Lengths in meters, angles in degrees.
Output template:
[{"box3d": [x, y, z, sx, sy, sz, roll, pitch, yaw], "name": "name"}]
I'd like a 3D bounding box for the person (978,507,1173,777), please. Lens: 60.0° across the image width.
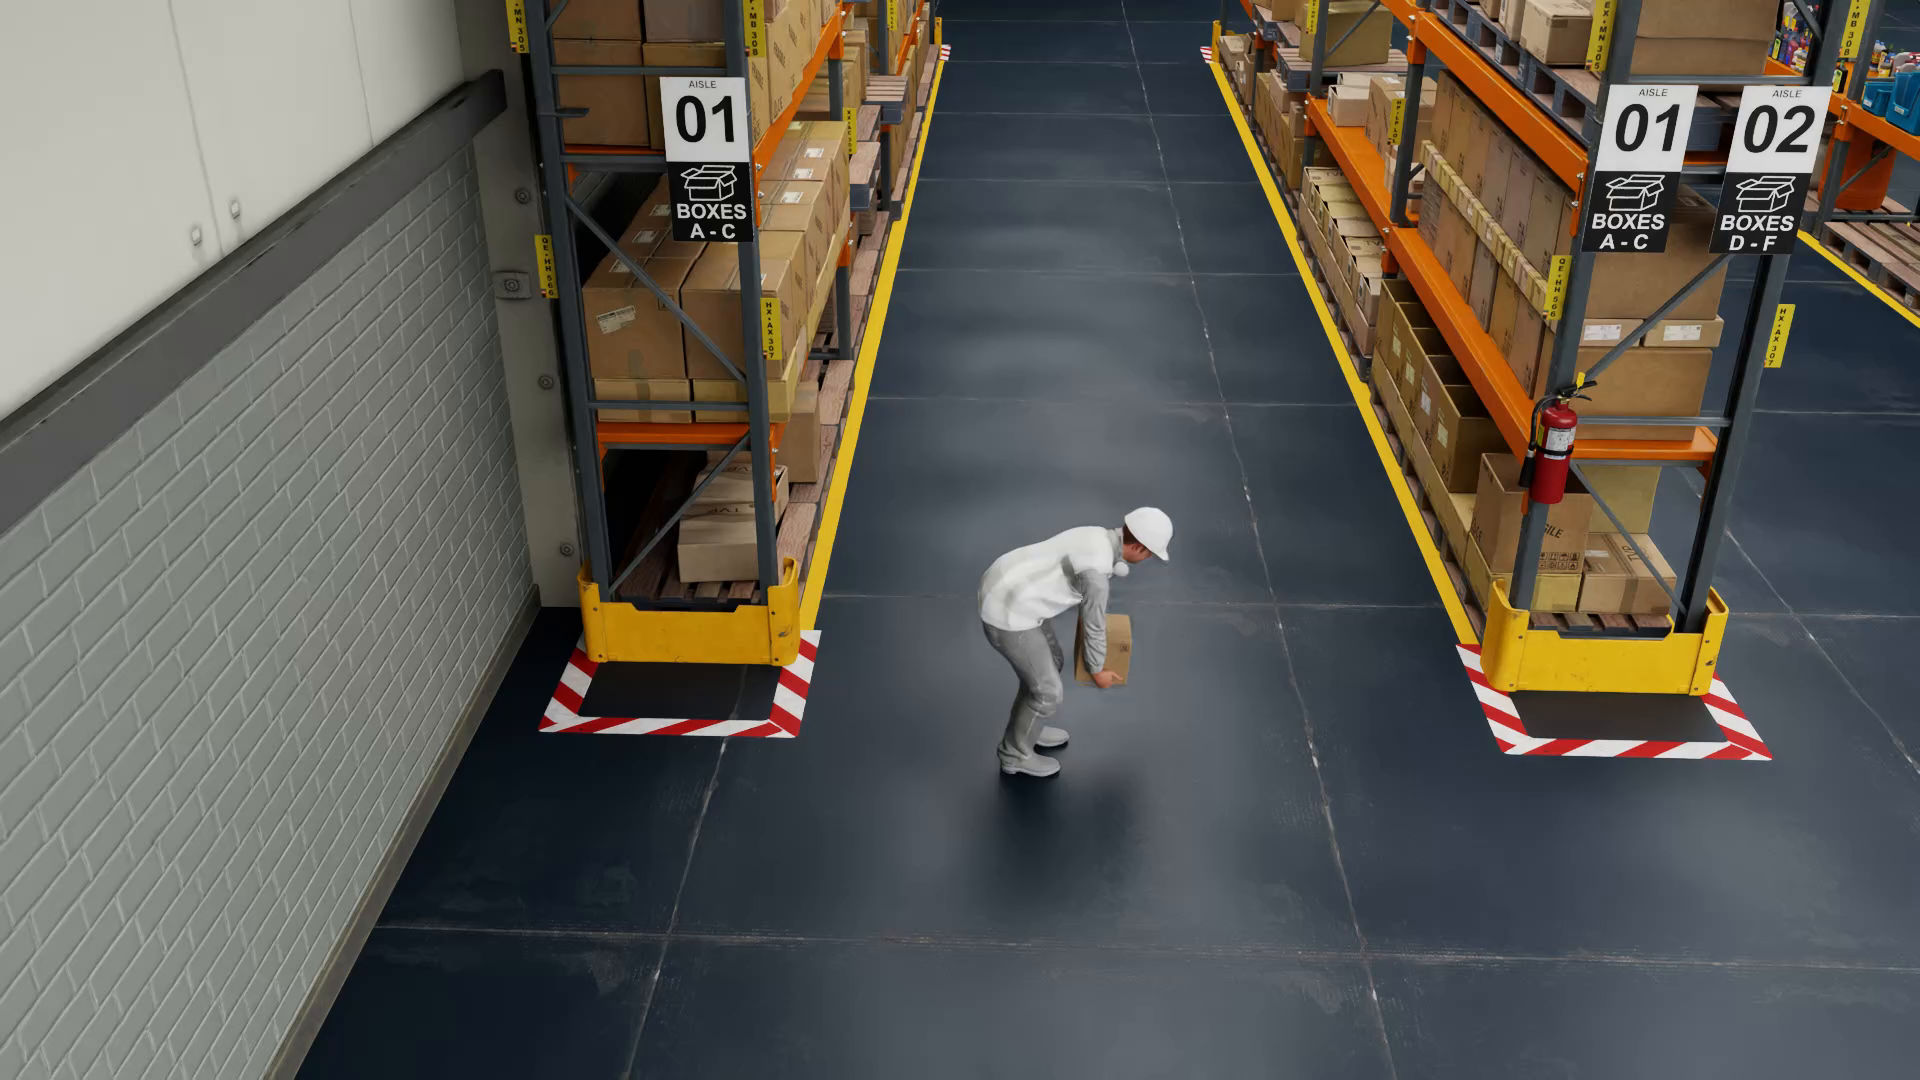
[{"box3d": [0.544, 0.469, 8.116, 0.919, 1.391, 0.473, 0, 28, 0], "name": "person"}]
